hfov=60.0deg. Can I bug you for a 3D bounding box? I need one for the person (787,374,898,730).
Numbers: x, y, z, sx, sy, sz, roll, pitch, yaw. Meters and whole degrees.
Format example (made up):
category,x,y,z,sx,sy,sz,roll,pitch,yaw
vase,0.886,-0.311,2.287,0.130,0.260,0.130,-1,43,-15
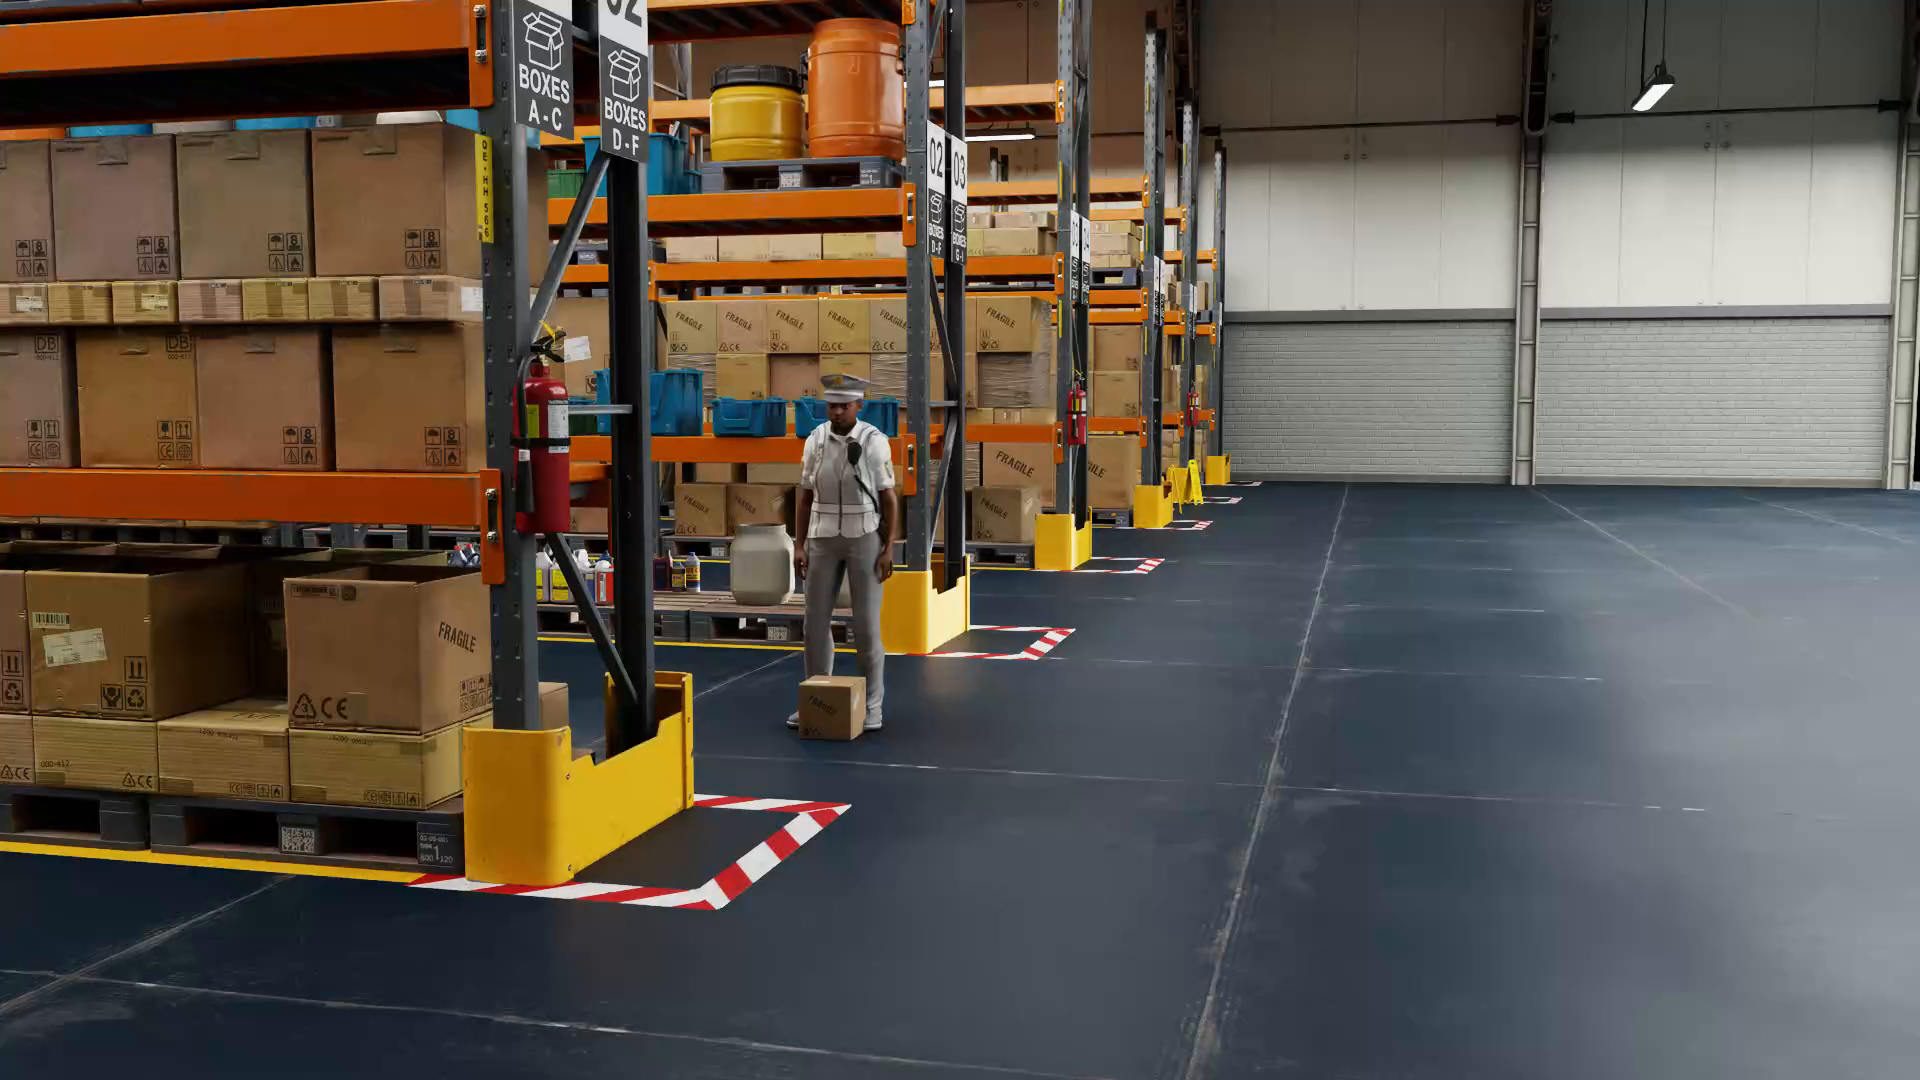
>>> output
category,x,y,z,sx,sy,sz,roll,pitch,yaw
person,-0.545,0.051,7.843,0.505,1.659,0.392,1,5,14
